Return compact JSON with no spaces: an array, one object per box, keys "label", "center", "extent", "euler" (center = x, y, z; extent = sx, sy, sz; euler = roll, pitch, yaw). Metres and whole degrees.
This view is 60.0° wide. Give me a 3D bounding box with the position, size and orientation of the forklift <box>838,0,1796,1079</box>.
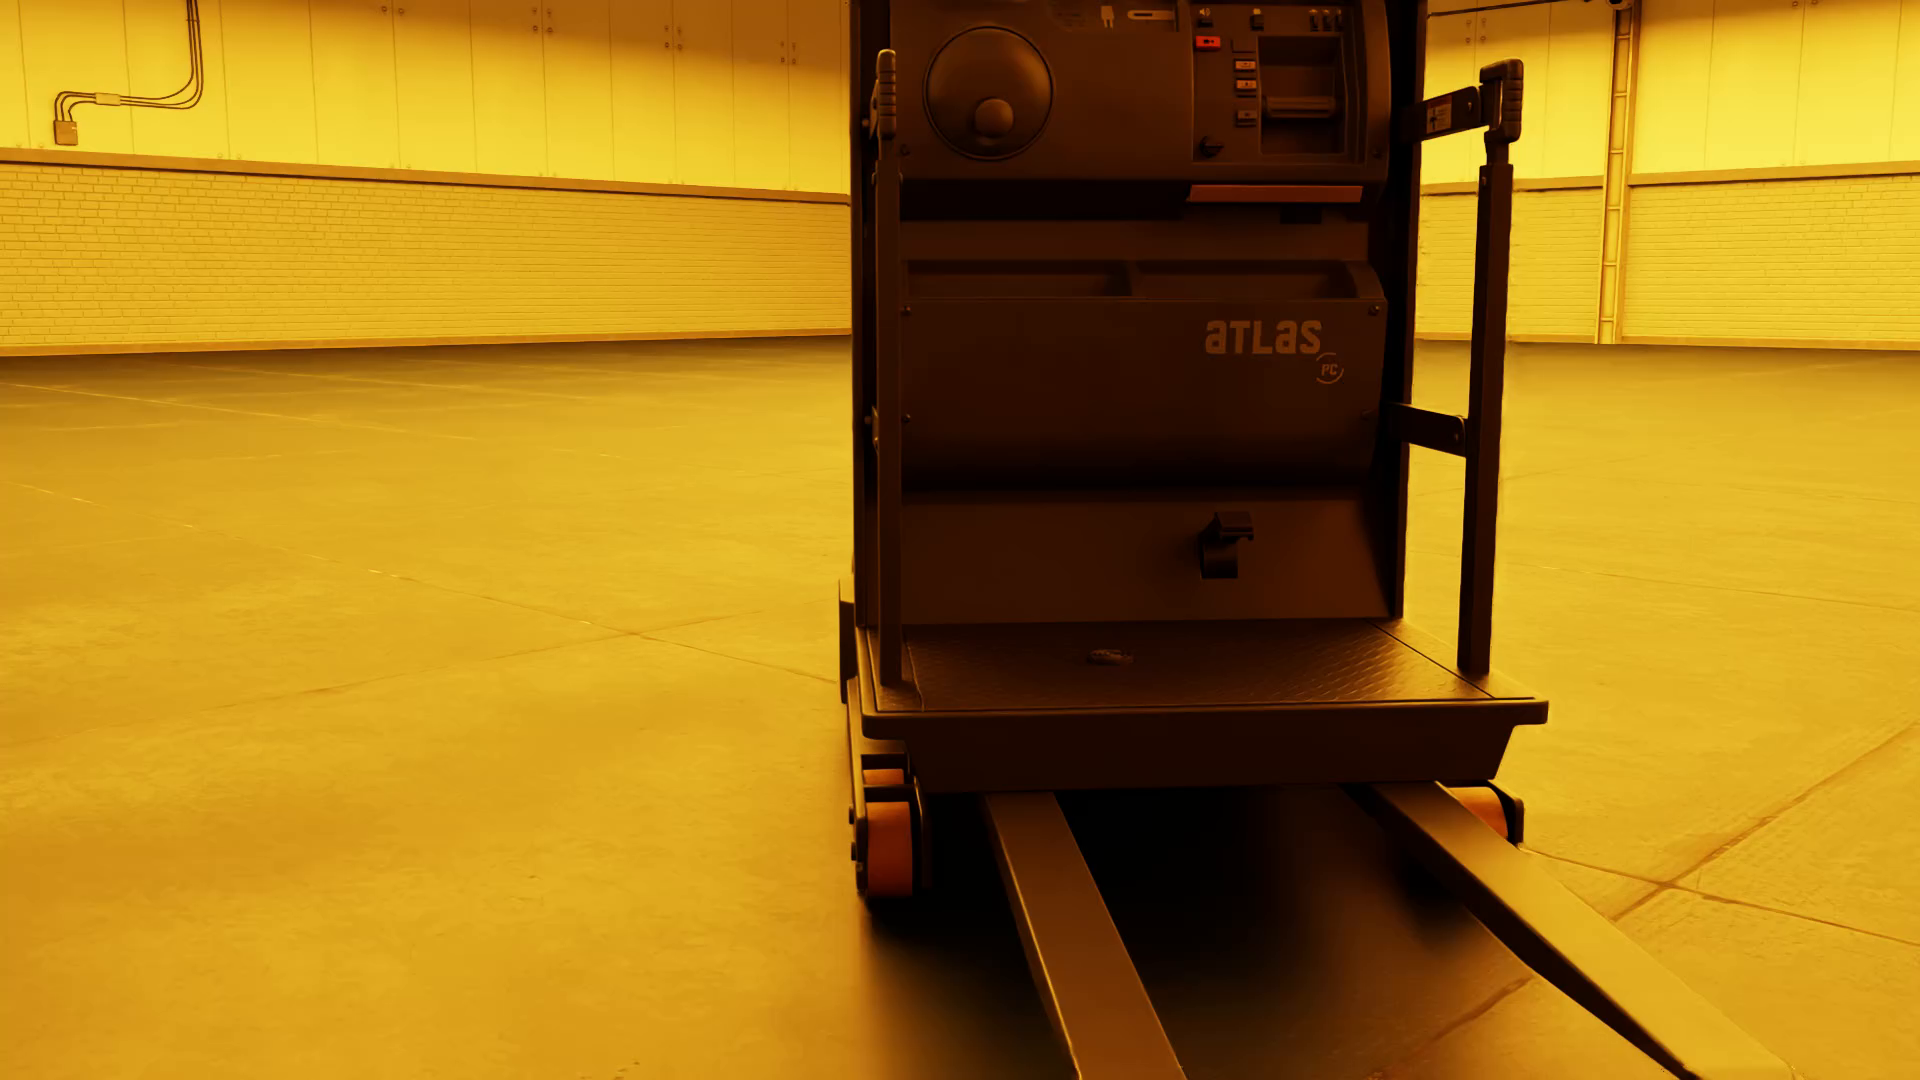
[{"label":"forklift","center":[0.355,-0.904,2.878],"extent":[1.130,2.935,3.031],"euler":[-1,9,-5]}]
